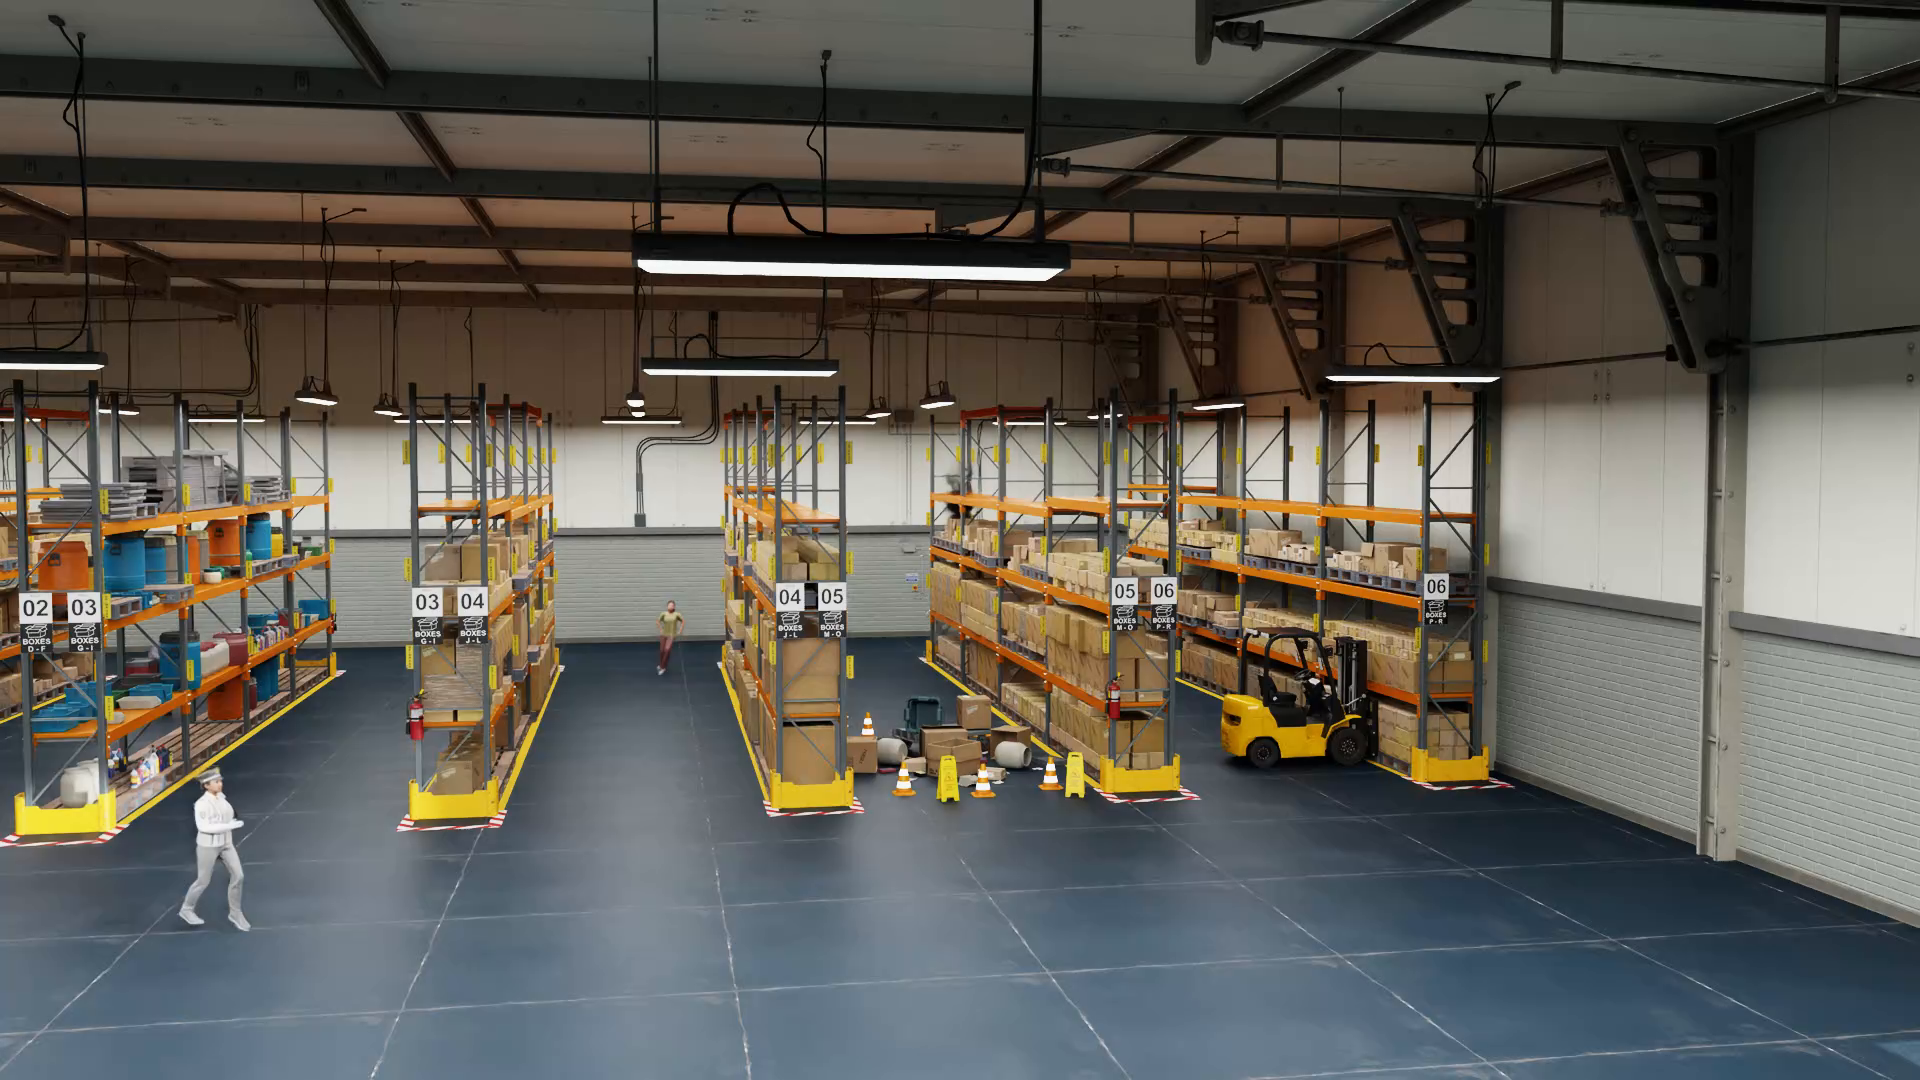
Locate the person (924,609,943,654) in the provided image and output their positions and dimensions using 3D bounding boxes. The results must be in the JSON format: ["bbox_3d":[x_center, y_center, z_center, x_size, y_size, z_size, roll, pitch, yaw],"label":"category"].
[{"bbox_3d":[-0.543,2.076,41.789,0.795,1.693,0.616,0,3,4],"label":"person"}]

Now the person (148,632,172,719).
[{"bbox_3d":[-15.190,2.582,31.723,0.663,1.642,0.593,0,3,-8],"label":"person"}]

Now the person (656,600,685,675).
[{"bbox_3d":[-6.713,2.234,38.342,0.648,1.687,0.829,0,3,4],"label":"person"}]

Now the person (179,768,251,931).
[{"bbox_3d":[-7.871,3.258,17.520,0.772,1.747,0.583,1,3,15],"label":"person"}]
